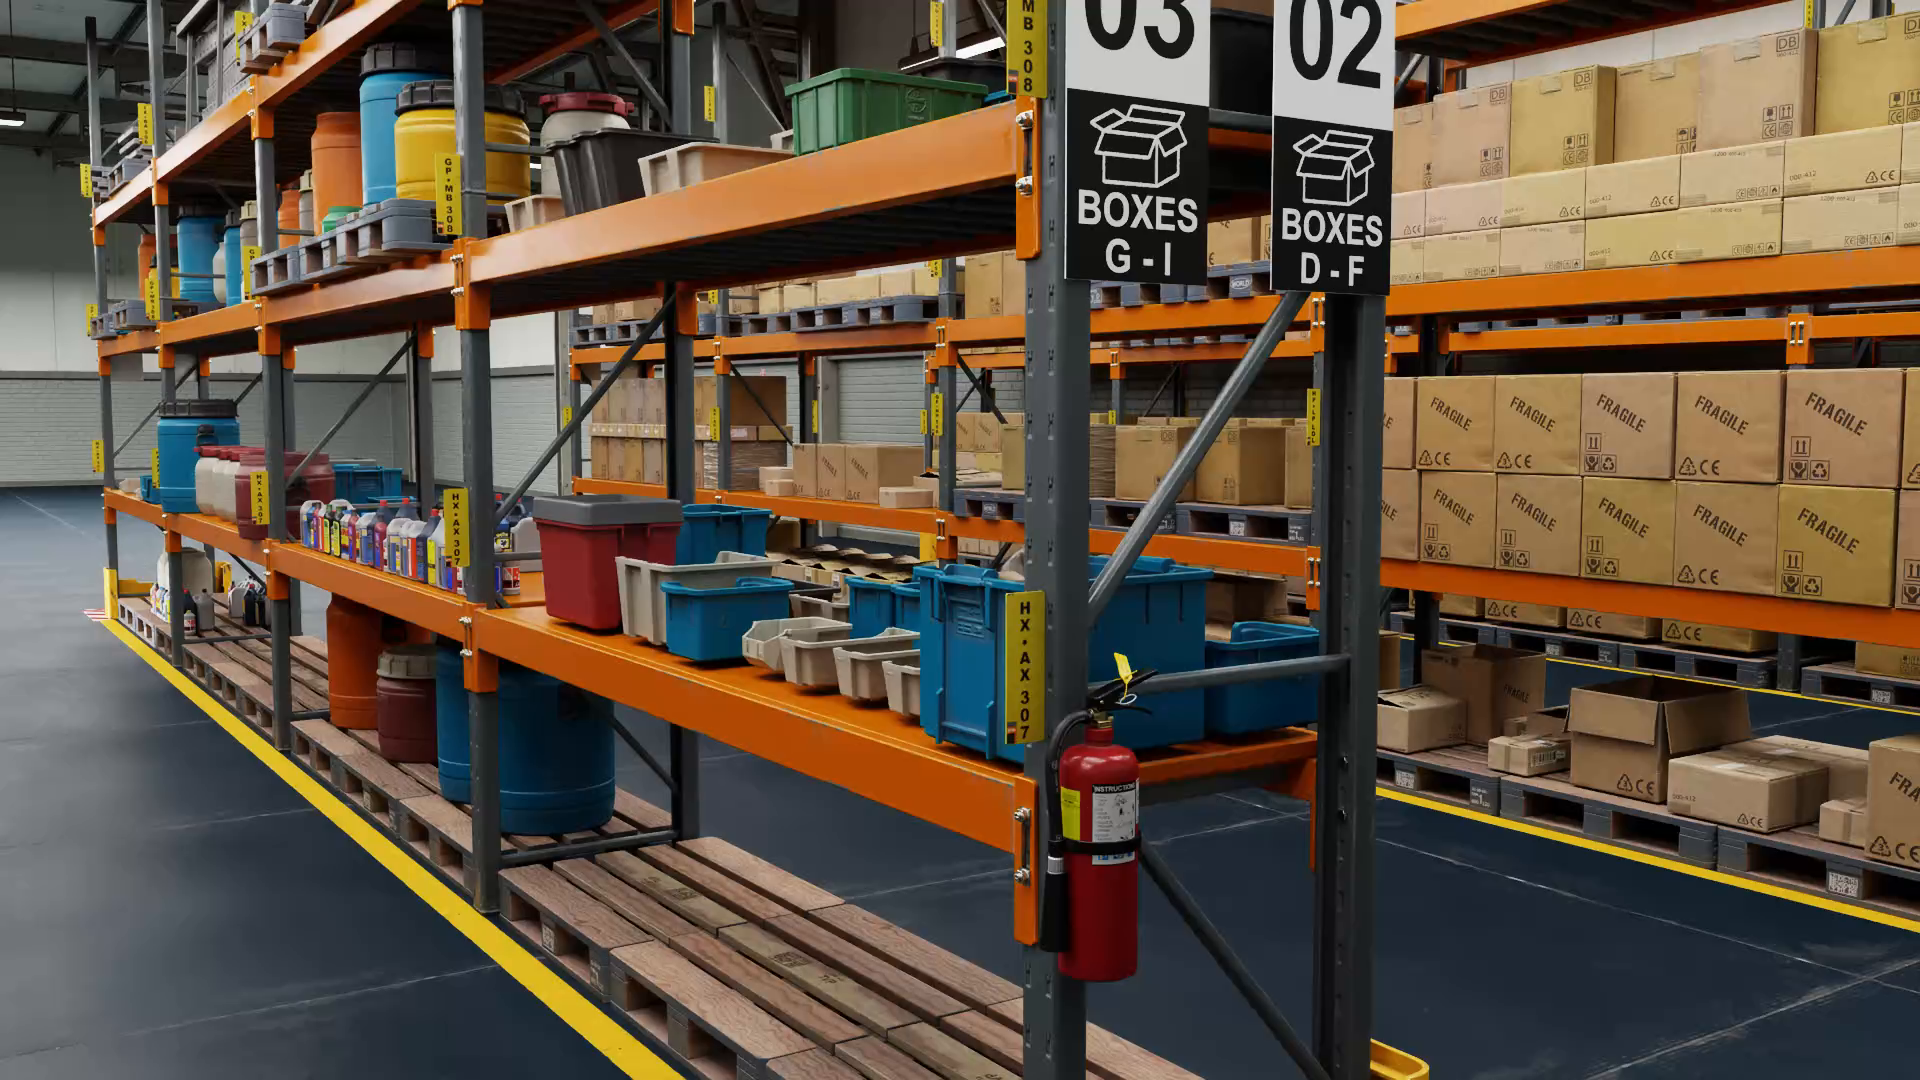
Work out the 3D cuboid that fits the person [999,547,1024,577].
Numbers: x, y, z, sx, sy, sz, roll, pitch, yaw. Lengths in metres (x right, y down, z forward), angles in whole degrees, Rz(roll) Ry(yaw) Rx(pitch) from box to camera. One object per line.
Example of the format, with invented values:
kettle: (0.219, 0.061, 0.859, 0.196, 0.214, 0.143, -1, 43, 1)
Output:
person: (0.756, 0.396, 15.678, 0.531, 0.997, 0.892, -3, 6, -35)
